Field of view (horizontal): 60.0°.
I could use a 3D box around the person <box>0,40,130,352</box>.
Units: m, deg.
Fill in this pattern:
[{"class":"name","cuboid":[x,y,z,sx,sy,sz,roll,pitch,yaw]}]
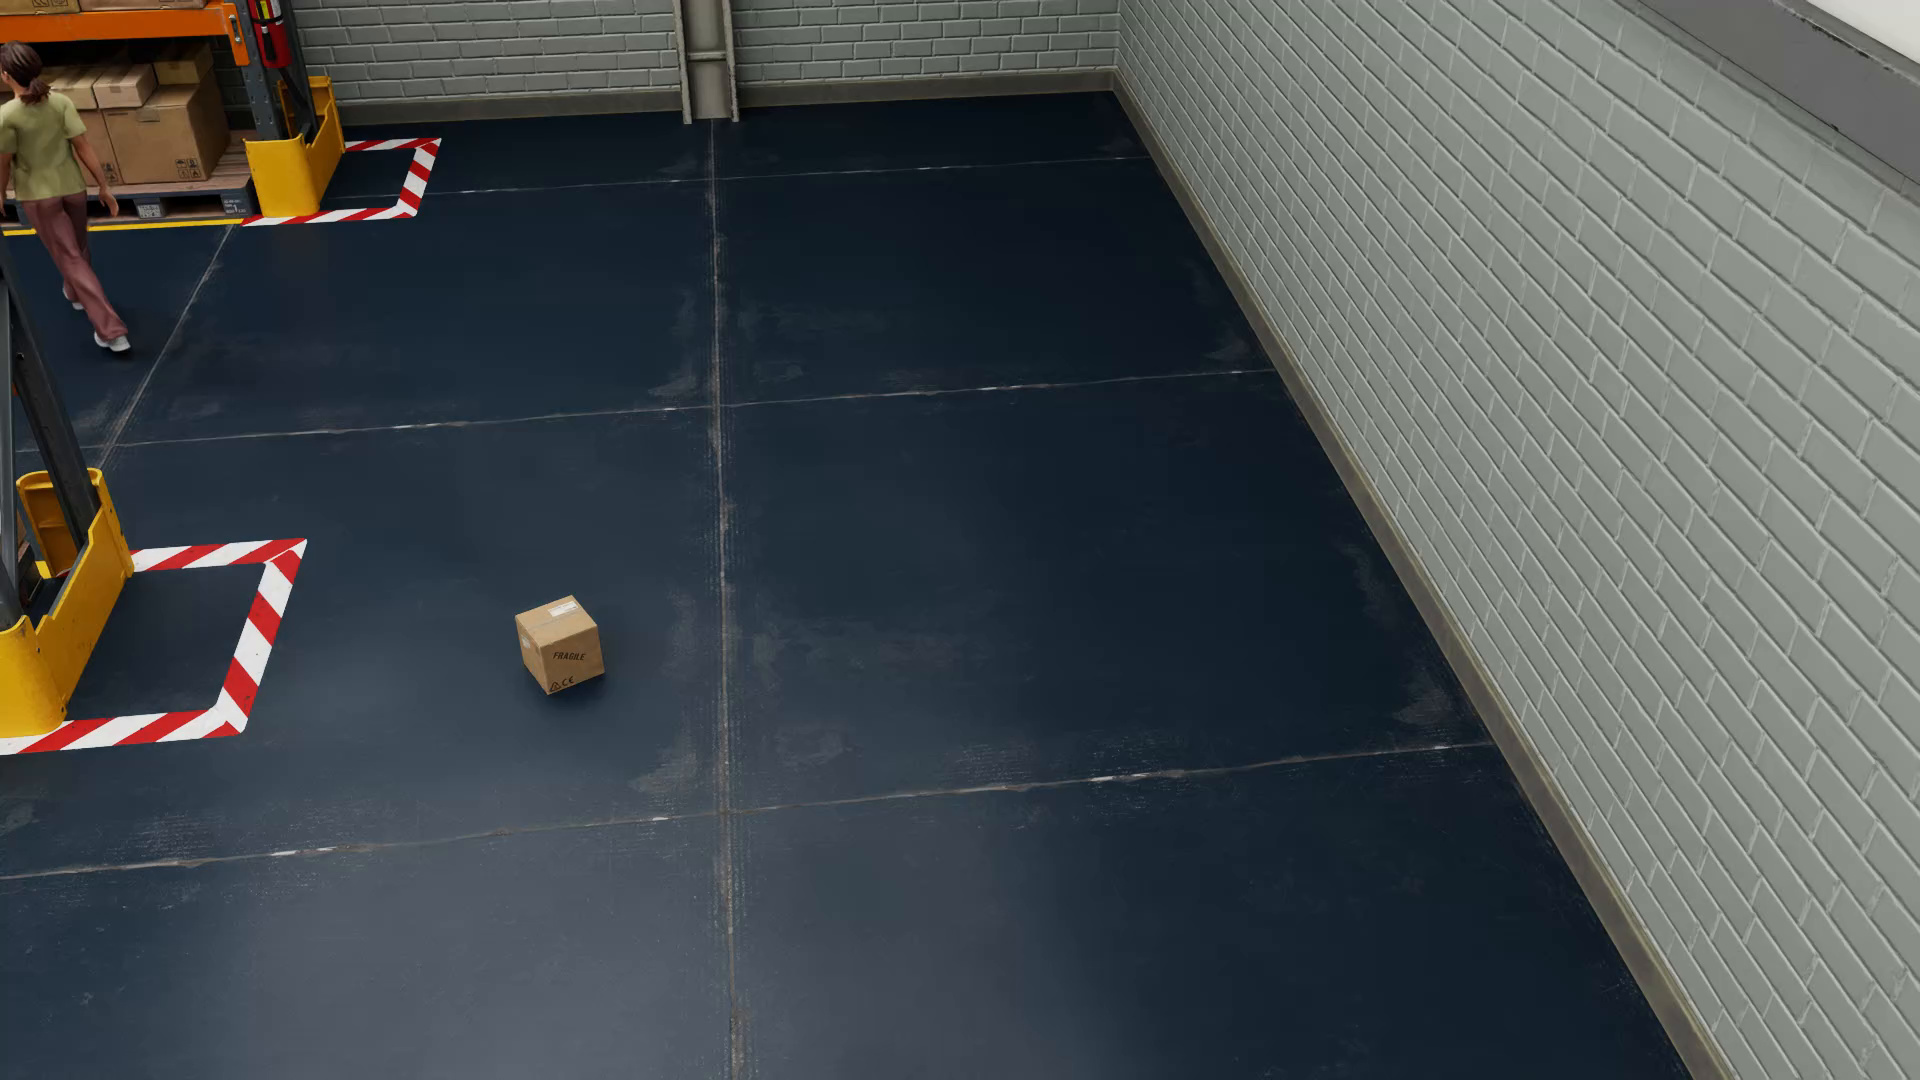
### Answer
[{"class":"person","cuboid":[-4.839,-1.852,8.785,0.971,1.610,0.474,23,41,30]}]
